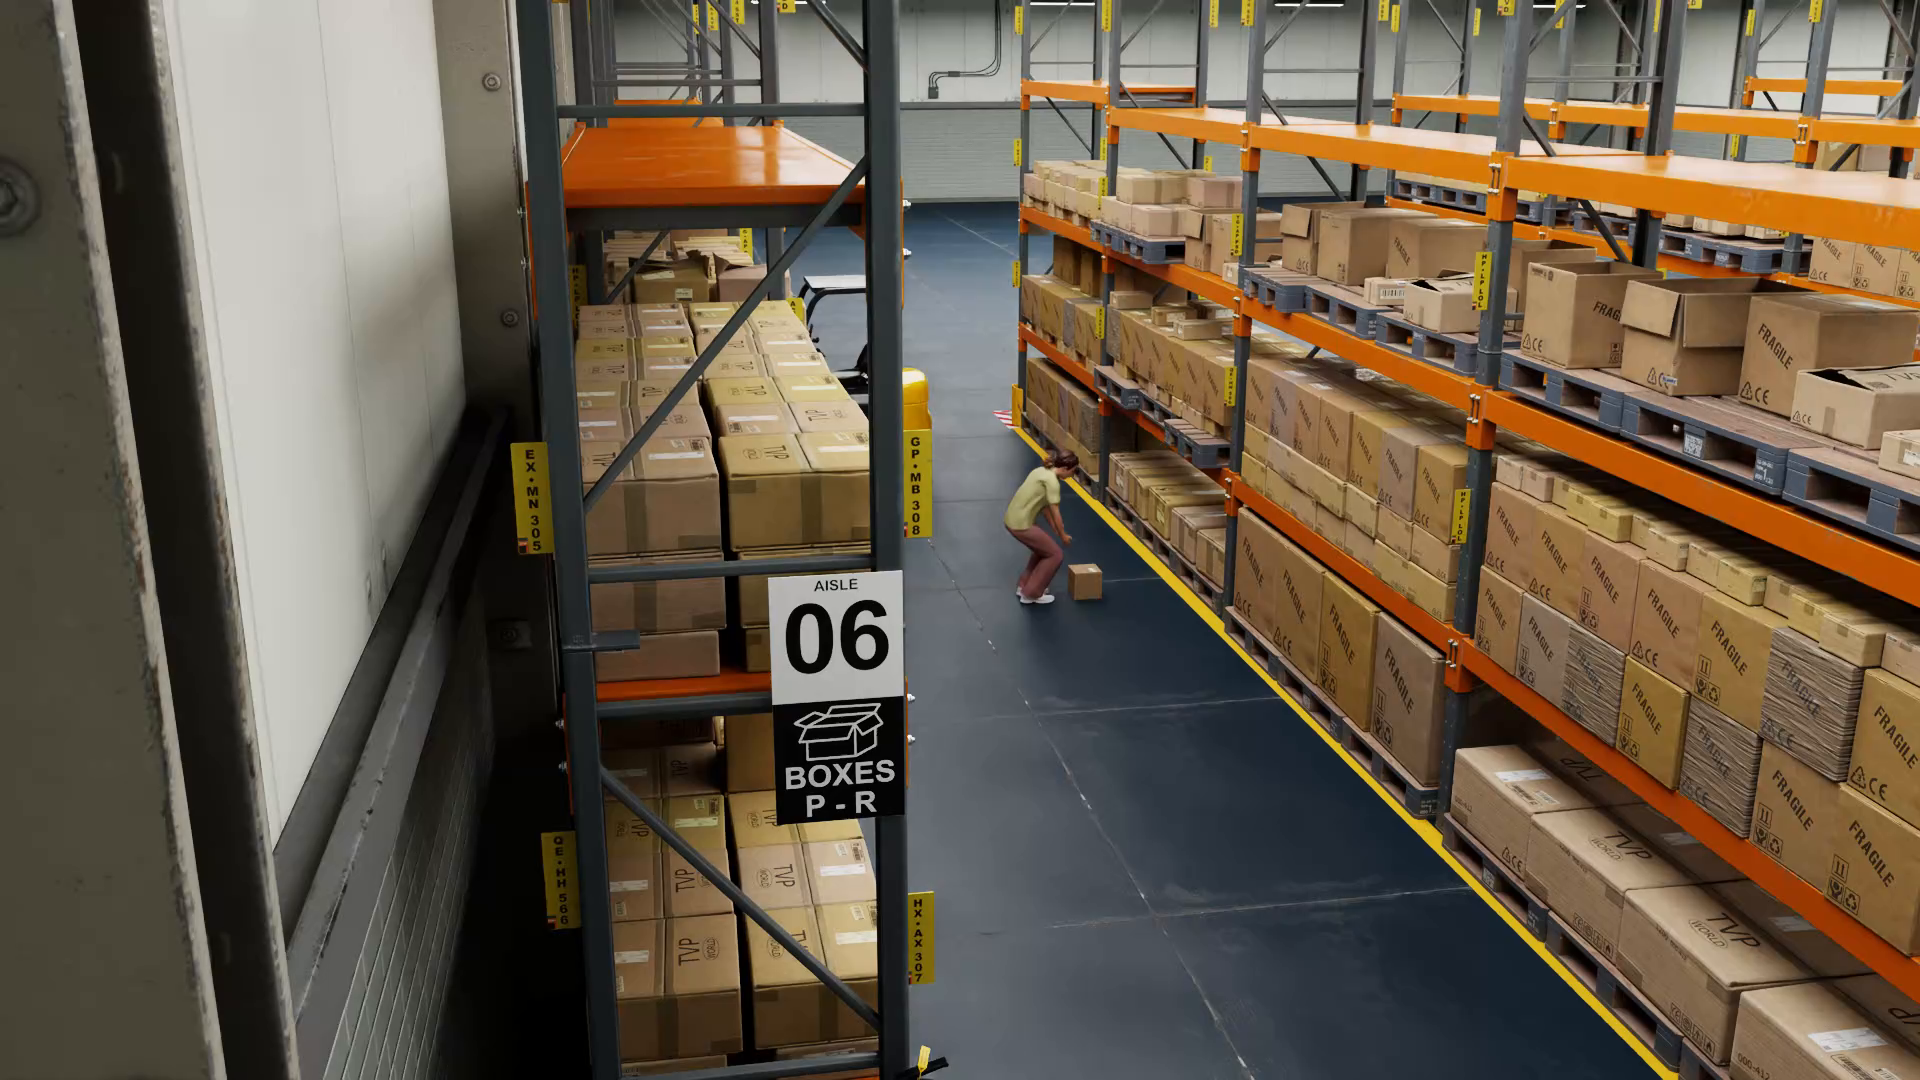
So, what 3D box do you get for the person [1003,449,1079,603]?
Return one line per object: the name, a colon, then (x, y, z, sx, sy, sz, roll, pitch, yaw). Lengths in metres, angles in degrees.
person: (0.710, -0.132, 14.601, 0.668, 1.333, 0.511, -3, 17, -10)
